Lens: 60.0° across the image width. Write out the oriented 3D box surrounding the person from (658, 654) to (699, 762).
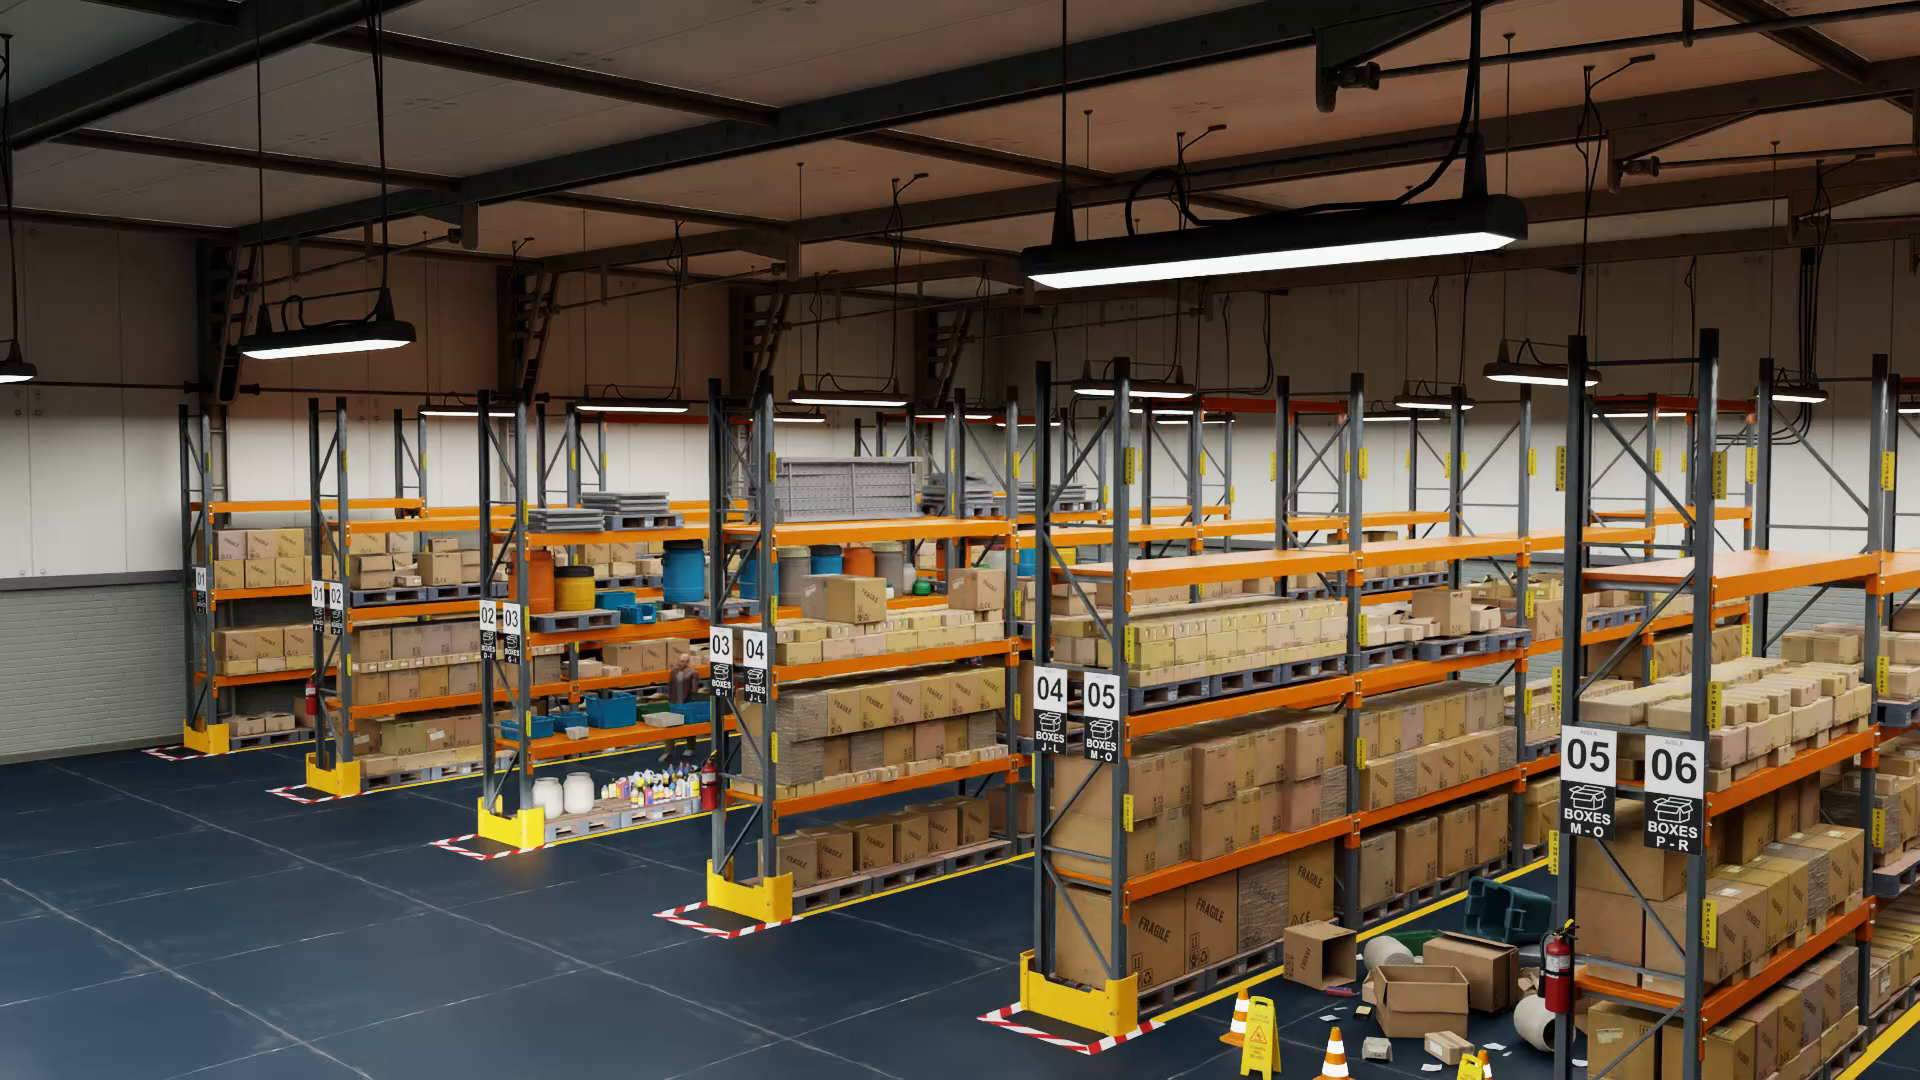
[{"bbox_3d":[-4.687,2.800,27.976,0.586,1.769,0.867,1,3,10],"label":"person"}]
